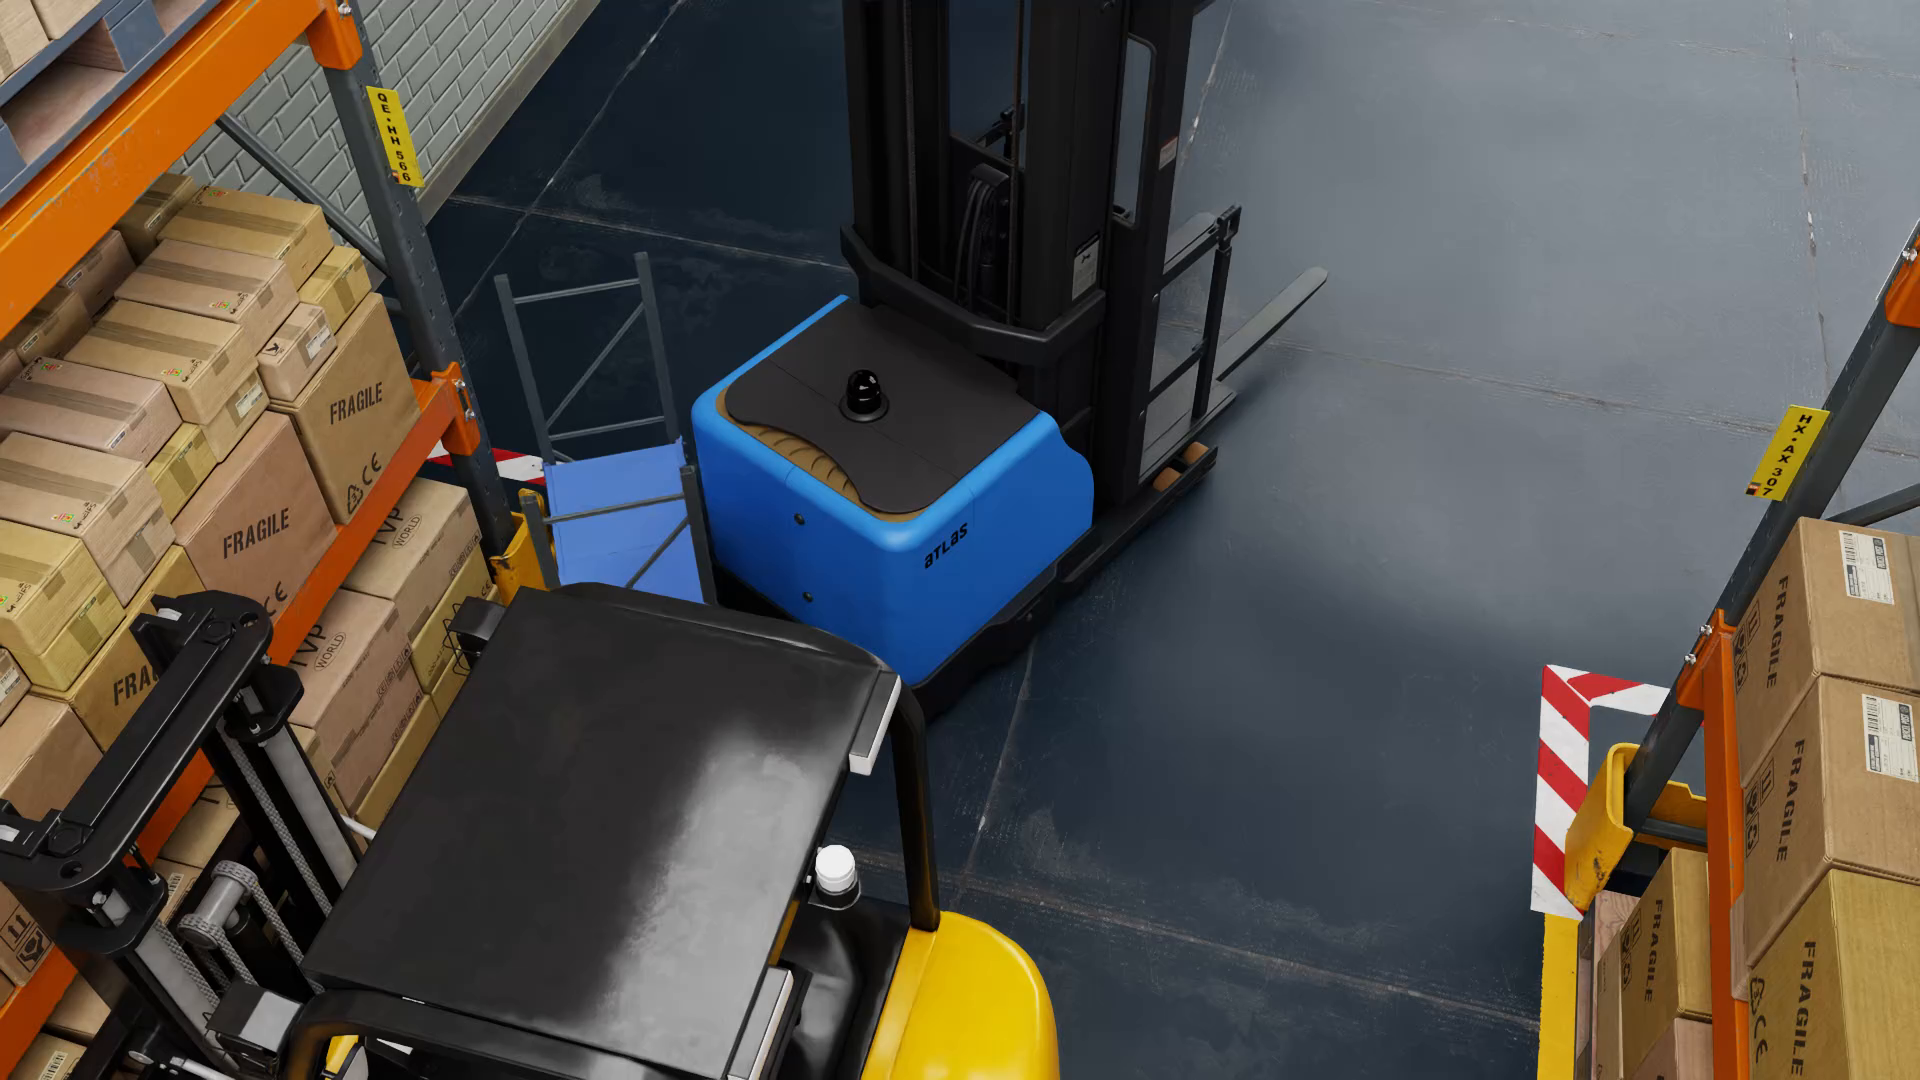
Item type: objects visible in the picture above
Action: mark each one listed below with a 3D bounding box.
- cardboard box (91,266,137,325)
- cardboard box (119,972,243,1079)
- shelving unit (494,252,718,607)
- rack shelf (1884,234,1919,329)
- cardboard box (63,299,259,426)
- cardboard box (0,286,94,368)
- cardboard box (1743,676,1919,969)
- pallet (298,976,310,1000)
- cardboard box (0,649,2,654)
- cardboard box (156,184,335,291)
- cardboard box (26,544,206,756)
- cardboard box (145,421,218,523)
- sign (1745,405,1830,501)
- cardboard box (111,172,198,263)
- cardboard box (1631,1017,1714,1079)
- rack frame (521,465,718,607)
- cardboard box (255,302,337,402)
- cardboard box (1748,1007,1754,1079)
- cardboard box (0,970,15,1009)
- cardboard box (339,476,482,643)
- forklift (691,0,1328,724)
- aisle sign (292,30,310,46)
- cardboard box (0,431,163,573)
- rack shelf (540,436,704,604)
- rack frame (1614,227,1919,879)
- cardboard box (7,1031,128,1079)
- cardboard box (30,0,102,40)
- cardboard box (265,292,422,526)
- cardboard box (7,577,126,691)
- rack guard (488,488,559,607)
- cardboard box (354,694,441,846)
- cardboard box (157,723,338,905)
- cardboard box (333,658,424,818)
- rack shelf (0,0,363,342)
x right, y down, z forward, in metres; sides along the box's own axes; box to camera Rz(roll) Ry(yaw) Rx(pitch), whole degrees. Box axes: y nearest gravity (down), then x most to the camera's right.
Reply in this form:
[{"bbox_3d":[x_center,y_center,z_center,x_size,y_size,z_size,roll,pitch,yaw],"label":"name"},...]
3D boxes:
[{"bbox_3d":[-2.477,-0.667,4.757,0.380,0.149,0.250,12,50,10],"label":"cardboard box"},{"bbox_3d":[-2.353,1.314,4.729,0.500,0.250,0.500,11,50,10],"label":"cardboard box"},{"bbox_3d":[-1.146,-0.033,5.698,0.538,1.500,1.048,-11,50,-10],"label":"shelving unit"},{"bbox_3d":[2.130,0.865,2.384,1.077,0.370,4.000,12,50,10],"label":"rack shelf"},{"bbox_3d":[-2.102,-0.471,4.386,0.380,0.149,0.250,13,50,11],"label":"cardboard box"},{"bbox_3d":[-2.585,-0.573,4.476,0.380,0.149,0.250,12,50,11],"label":"cardboard box"},{"bbox_3d":[2.130,0.704,3.782,0.500,0.500,0.500,13,50,11],"label":"cardboard box"},{"bbox_3d":[-2.618,1.560,5.152,1.003,0.211,1.213,12,50,10],"label":"pallet"},{"bbox_3d":[-2.423,0.261,3.740,0.380,0.149,0.250,12,50,11],"label":"cardboard box"},{"bbox_3d":[-2.025,-0.850,4.720,0.380,0.149,0.250,12,50,10],"label":"cardboard box"},{"bbox_3d":[-2.290,0.315,4.324,0.500,0.500,0.500,11,49,9],"label":"cardboard box"},{"bbox_3d":[-2.197,-0.203,4.348,0.380,0.149,0.250,11,50,10],"label":"cardboard box"},{"bbox_3d":[2.132,-0.221,4.286,0.100,0.325,0.005,12,50,10],"label":"sign"},{"bbox_3d":[-2.428,-0.950,4.809,0.380,0.149,0.250,11,49,9],"label":"cardboard box"},{"bbox_3d":[2.038,1.621,4.292,0.500,0.500,0.500,10,49,9],"label":"cardboard box"},{"bbox_3d":[-1.017,0.335,5.373,0.500,1.500,0.032,-11,50,-10],"label":"rack frame"},{"bbox_3d":[-1.993,-0.555,4.659,0.380,0.149,0.250,12,50,11],"label":"cardboard box"},{"bbox_3d":[2.019,1.190,3.785,0.380,0.149,0.250,13,50,11],"label":"cardboard box"},{"bbox_3d":[-2.565,1.040,3.684,0.500,0.500,0.500,11,50,10],"label":"cardboard box"},{"bbox_3d":[-1.954,0.030,5.528,0.500,0.250,0.500,13,50,11],"label":"cardboard box"},{"bbox_3d":[0.407,-1.324,5.882,1.130,2.935,3.031,33,56,26],"label":"forklift"},{"bbox_3d":[-1.833,-1.654,4.394,0.394,0.787,0.004,12,50,10],"label":"aisle sign"},{"bbox_3d":[-2.201,-0.095,4.054,0.380,0.149,0.250,13,50,11],"label":"cardboard box"},{"bbox_3d":[-1.146,0.086,5.833,0.538,0.185,1.000,-11,50,-10],"label":"rack shelf"},{"bbox_3d":[2.656,0.173,4.516,1.000,3.000,0.127,12,50,10],"label":"rack frame"},{"bbox_3d":[-2.492,1.511,4.221,0.500,0.250,0.500,13,50,11],"label":"cardboard box"},{"bbox_3d":[-2.059,-1.226,3.571,0.380,0.149,0.250,10,49,9],"label":"cardboard box"},{"bbox_3d":[-2.010,-0.430,4.981,0.500,0.500,0.500,11,49,9],"label":"cardboard box"},{"bbox_3d":[-2.269,0.187,4.004,0.380,0.149,0.250,12,50,10],"label":"cardboard box"},{"bbox_3d":[-2.127,0.006,6.331,1.175,0.500,0.348,12,50,10],"label":"rack guard"},{"bbox_3d":[-2.093,0.727,5.581,0.500,0.250,0.500,12,50,10],"label":"cardboard box"},{"bbox_3d":[-2.206,0.768,4.877,0.500,0.250,0.500,12,50,11],"label":"cardboard box"},{"bbox_3d":[-2.103,0.576,5.381,0.500,0.250,0.500,11,50,10],"label":"cardboard box"},{"bbox_3d":[-2.660,-0.112,3.246,1.077,0.370,4.000,12,50,10],"label":"rack shelf"}]
